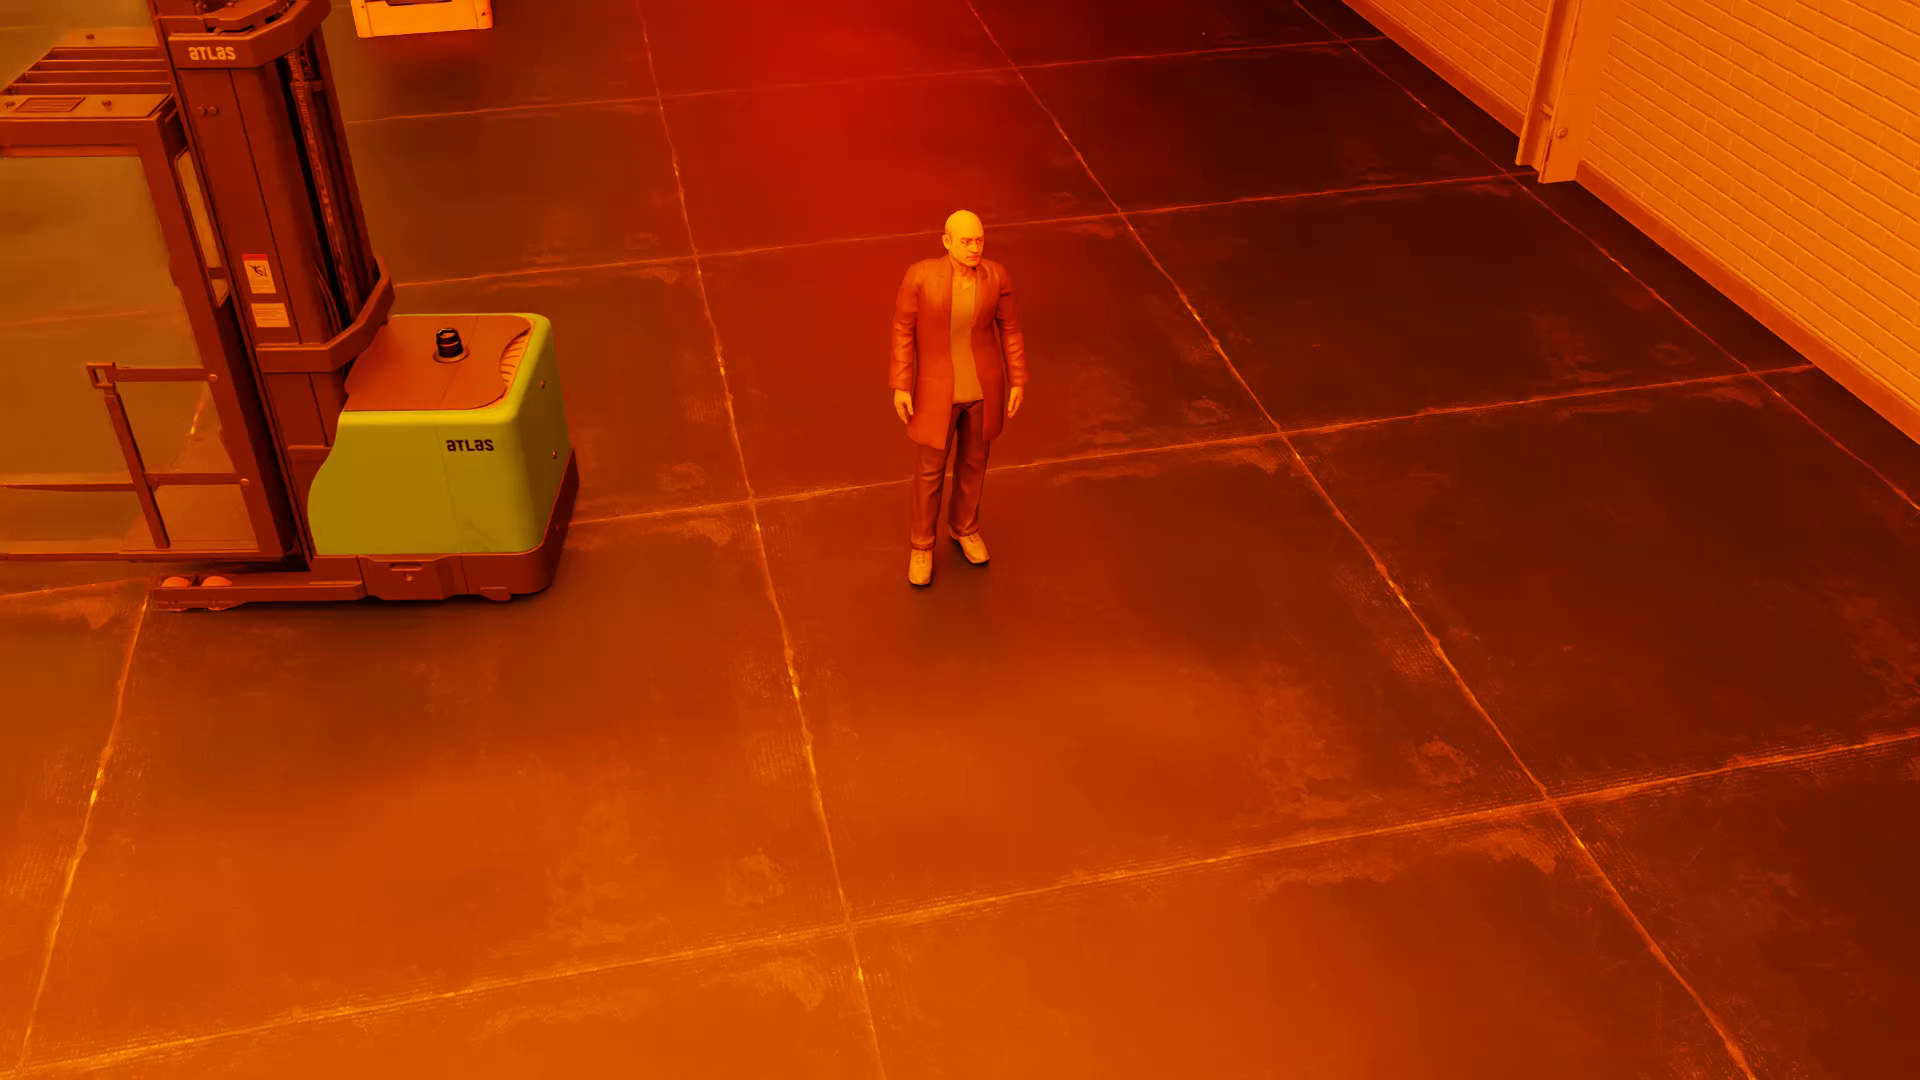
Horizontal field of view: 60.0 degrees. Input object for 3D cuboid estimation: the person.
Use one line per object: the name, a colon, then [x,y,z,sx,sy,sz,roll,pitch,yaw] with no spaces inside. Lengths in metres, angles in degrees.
person: [0.017,-0.675,7.963,0.698,1.777,0.579,-8,36,-11]

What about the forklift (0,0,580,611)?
forklift: [-3.529,-1.158,7.659,3.031,2.935,1.130,-1,36,-1]
